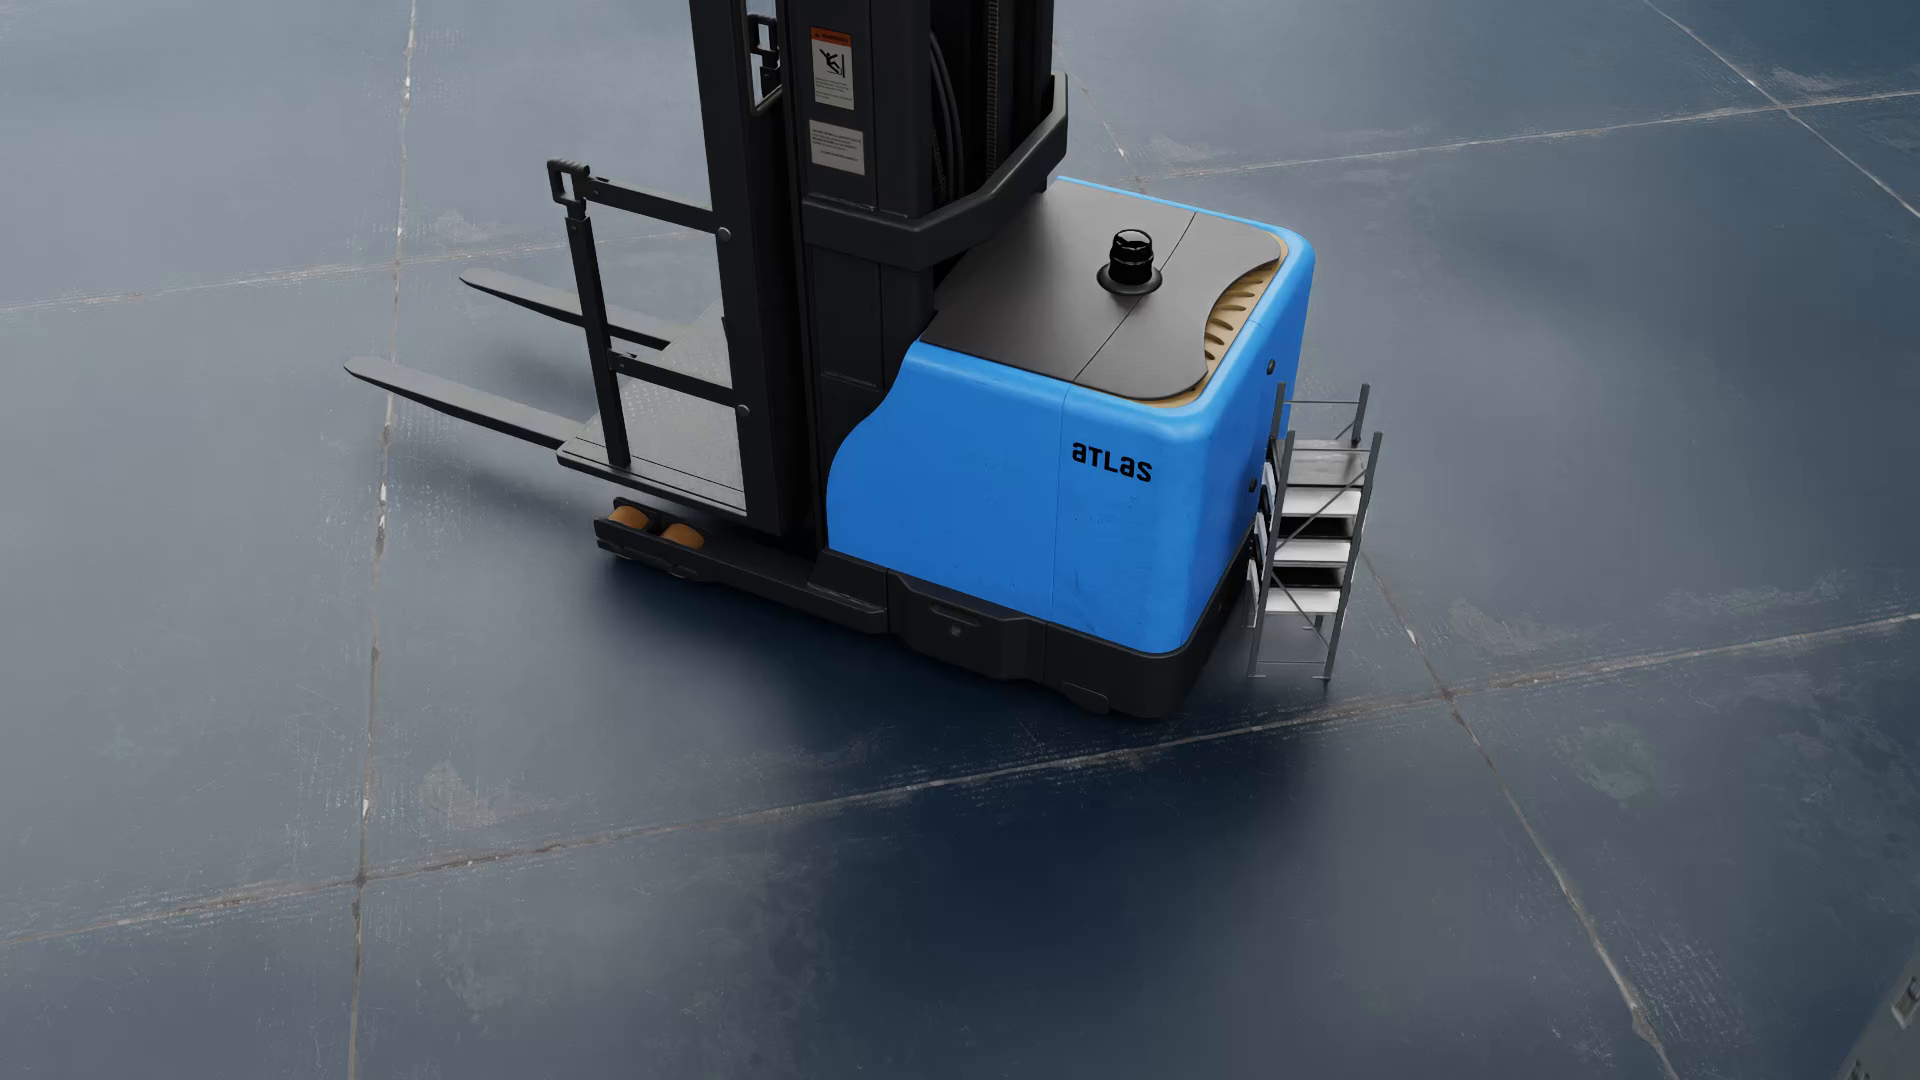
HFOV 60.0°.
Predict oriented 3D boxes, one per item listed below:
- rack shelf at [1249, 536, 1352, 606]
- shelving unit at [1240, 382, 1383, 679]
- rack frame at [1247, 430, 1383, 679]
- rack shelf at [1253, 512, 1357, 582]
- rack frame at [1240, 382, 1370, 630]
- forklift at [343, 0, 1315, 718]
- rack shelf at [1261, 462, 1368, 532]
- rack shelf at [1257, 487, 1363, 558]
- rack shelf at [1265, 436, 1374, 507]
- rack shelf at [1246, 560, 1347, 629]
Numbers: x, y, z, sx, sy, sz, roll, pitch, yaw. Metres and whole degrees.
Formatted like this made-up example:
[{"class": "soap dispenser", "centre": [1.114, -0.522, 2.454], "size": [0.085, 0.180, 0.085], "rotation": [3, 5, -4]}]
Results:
[{"class": "rack shelf", "centre": [0.952, 0.086, 4.661], "size": [0.258, 0.077, 0.200], "rotation": [1, 42, 1]}, {"class": "shelving unit", "centre": [0.952, -0.006, 4.579], "size": [0.258, 0.900, 0.210], "rotation": [1, 42, 1]}, {"class": "rack frame", "centre": [0.949, 0.061, 4.503], "size": [0.240, 0.900, 0.006], "rotation": [1, 42, 1]}, {"class": "rack shelf", "centre": [0.952, 0.019, 4.601], "size": [0.258, 0.077, 0.200], "rotation": [1, 42, 1]}, {"class": "rack frame", "centre": [0.954, -0.074, 4.655], "size": [0.240, 0.900, 0.006], "rotation": [1, 42, 1]}, {"class": "forklift", "centre": [-0.561, -1.276, 4.479], "size": [3.031, 2.935, 1.130], "rotation": [18, 45, 19]}, {"class": "rack shelf", "centre": [0.952, -0.116, 4.482], "size": [0.258, 0.077, 0.200], "rotation": [1, 42, 1]}, {"class": "rack shelf", "centre": [0.952, -0.049, 4.542], "size": [0.258, 0.077, 0.200], "rotation": [1, 42, 1]}, {"class": "rack shelf", "centre": [0.952, -0.183, 4.422], "size": [0.258, 0.077, 0.200], "rotation": [1, 42, 1]}, {"class": "rack shelf", "centre": [0.952, 0.153, 4.721], "size": [0.258, 0.077, 0.200], "rotation": [1, 42, 1]}]
